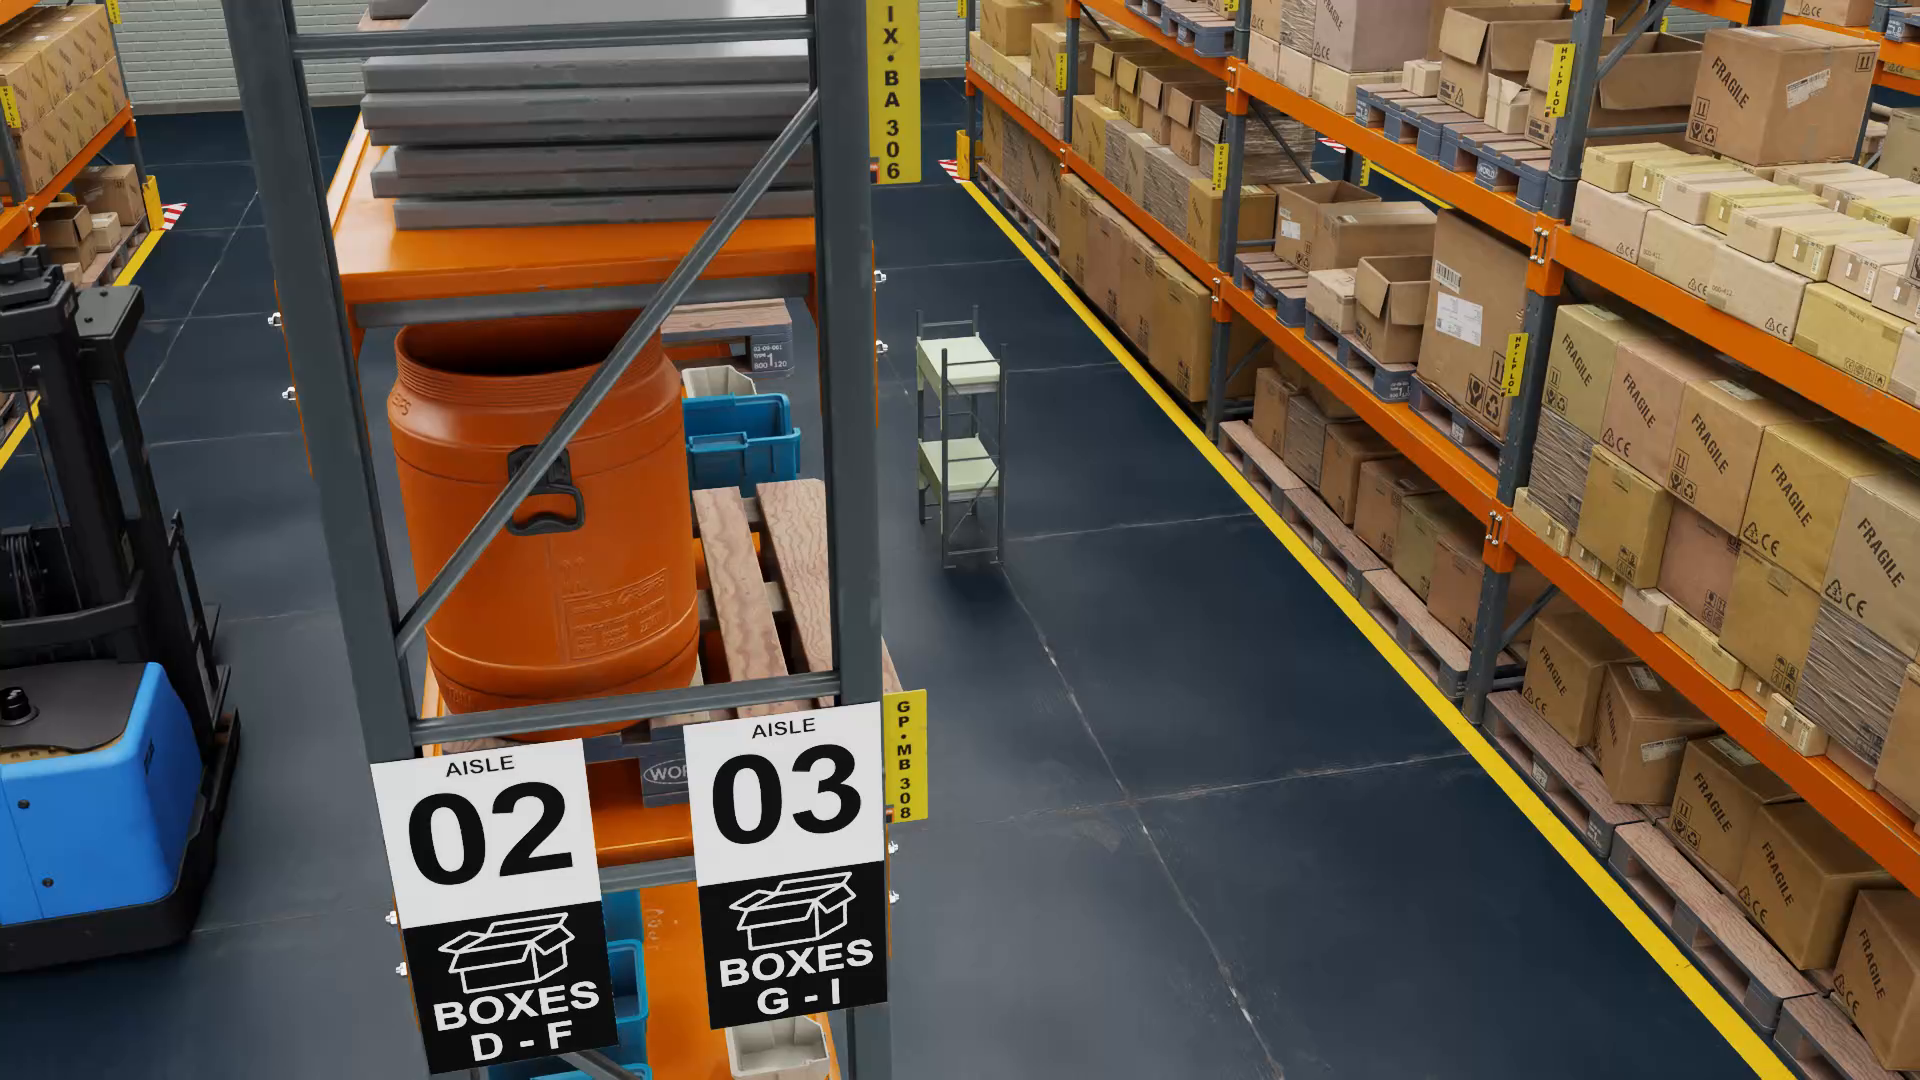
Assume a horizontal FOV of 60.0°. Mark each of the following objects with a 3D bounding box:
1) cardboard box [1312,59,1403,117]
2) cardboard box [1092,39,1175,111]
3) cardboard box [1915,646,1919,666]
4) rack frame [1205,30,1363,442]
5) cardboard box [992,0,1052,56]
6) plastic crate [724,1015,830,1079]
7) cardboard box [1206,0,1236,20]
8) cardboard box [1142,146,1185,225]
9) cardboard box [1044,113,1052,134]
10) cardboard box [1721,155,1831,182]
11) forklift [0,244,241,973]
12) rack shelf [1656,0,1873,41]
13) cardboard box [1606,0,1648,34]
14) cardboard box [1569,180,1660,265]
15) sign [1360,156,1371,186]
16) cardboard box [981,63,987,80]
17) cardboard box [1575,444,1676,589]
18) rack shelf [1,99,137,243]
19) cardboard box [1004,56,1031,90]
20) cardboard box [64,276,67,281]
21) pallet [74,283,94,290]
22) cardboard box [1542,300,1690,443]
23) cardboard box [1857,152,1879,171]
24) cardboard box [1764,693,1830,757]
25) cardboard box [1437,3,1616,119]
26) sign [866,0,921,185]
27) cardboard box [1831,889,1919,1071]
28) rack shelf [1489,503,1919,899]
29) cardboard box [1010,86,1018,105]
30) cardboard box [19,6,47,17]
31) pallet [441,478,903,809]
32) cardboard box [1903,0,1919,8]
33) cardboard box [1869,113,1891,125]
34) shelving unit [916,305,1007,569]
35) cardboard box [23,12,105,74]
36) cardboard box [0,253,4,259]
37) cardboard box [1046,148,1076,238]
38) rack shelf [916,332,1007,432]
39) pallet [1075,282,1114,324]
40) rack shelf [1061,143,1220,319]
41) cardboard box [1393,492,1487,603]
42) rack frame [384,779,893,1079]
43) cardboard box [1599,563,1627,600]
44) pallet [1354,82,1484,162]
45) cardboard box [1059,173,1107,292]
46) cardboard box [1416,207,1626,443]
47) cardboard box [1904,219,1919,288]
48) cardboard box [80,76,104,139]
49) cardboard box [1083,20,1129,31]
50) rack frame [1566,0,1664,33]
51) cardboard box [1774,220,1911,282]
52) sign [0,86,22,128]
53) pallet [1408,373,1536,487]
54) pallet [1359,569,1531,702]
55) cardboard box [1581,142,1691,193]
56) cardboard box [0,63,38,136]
[{"bbox_3d":[2.465,-2.747,10.047,0.500,0.250,0.500,-5,27,-10],"label":"cardboard box"},{"bbox_3d":[1.617,-4.126,14.718,0.797,0.503,0.637,-7,28,-13],"label":"cardboard box"},{"bbox_3d":[3.687,0.296,5.631,0.500,0.500,0.500,-6,27,-12],"label":"cardboard box"},{"bbox_3d":[2.367,-2.157,12.041,1.000,3.000,0.127,-6,27,-12],"label":"rack frame"},{"bbox_3d":[0.644,-5.385,17.441,0.500,0.500,0.500,-7,28,-13],"label":"cardboard box"},{"bbox_3d":[-0.544,1.550,4.989,0.298,0.136,0.250,-6,27,-12],"label":"plastic crate"},{"bbox_3d":[2.159,-3.990,11.763,0.797,0.503,0.637,-4,27,-9],"label":"cardboard box"},{"bbox_3d":[1.787,-2.840,13.284,0.500,0.500,0.500,-7,28,-13],"label":"cardboard box"},{"bbox_3d":[1.019,-4.015,16.000,0.380,0.149,0.250,-5,27,-11],"label":"cardboard box"},{"bbox_3d":[3.594,-1.611,7.355,0.380,0.149,0.250,-6,27,-11],"label":"cardboard box"},{"bbox_3d":[-4.341,-0.049,7.941,1.130,2.935,3.031,-7,28,-14],"label":"forklift"},{"bbox_3d":[6.771,-4.512,14.177,1.077,0.370,4.000,-6,27,-12],"label":"rack shelf"},{"bbox_3d":[6.456,-5.219,16.557,0.500,0.500,0.500,-5,27,-10],"label":"cardboard box"},{"bbox_3d":[3.120,-1.450,7.477,0.500,0.250,0.500,-7,28,-14],"label":"cardboard box"},{"bbox_3d":[2.893,-2.698,11.915,0.100,0.325,0.005,-6,27,-12],"label":"sign"},{"bbox_3d":[0.440,-5.143,18.235,0.380,0.149,0.250,-7,28,-13],"label":"cardboard box"},{"bbox_3d":[3.388,-0.152,7.627,0.875,0.500,0.500,-6,27,-12],"label":"cardboard box"},{"bbox_3d":[-8.638,-3.466,15.432,1.077,0.370,4.000,-6,27,-12],"label":"rack shelf"},{"bbox_3d":[0.765,-4.820,17.153,0.500,0.250,0.500,-6,27,-13],"label":"cardboard box"},{"bbox_3d":[-8.071,-2.111,14.446,0.500,0.311,0.500,-6,27,-12],"label":"cardboard box"},{"bbox_3d":[-8.341,-1.965,14.756,1.003,0.211,1.213,-6,27,-12],"label":"pallet"},{"bbox_3d":[3.122,-0.801,7.805,0.500,0.500,0.500,-6,27,-12],"label":"cardboard box"},{"bbox_3d":[7.309,-3.057,13.307,0.380,0.149,0.250,-5,27,-9],"label":"cardboard box"},{"bbox_3d":[3.464,0.715,6.629,0.380,0.149,0.250,-6,27,-12],"label":"cardboard box"},{"bbox_3d":[3.046,-2.604,9.016,0.797,0.503,0.637,-5,27,-9],"label":"cardboard box"},{"bbox_3d":[-0.119,-0.781,2.889,0.100,0.325,0.005,-6,27,-12],"label":"sign"},{"bbox_3d":[3.877,1.749,6.611,0.500,0.500,0.500,1,27,2],"label":"cardboard box"},{"bbox_3d":[3.719,0.798,6.985,1.077,0.370,4.000,-6,27,-12],"label":"rack shelf"},{"bbox_3d":[0.731,-4.577,17.115,0.380,0.149,0.250,-6,27,-11],"label":"cardboard box"},{"bbox_3d":[-9.245,-4.934,16.323,0.500,0.500,0.500,-5,27,-10],"label":"cardboard box"},{"bbox_3d":[-0.747,0.230,4.192,1.003,0.211,1.213,-6,27,-12],"label":"pallet"},{"bbox_3d":[7.353,-4.278,12.803,0.500,0.500,0.500,-6,27,-12],"label":"cardboard box"},{"bbox_3d":[10.881,-4.643,19.343,0.875,0.438,0.875,-7,28,-13],"label":"cardboard box"},{"bbox_3d":[0.002,-0.667,10.753,0.431,1.500,0.755,-6,27,-12],"label":"shelving unit"},{"bbox_3d":[-8.605,-4.767,15.991,0.500,0.500,0.500,-5,27,-10],"label":"cardboard box"},{"bbox_3d":[-8.592,-2.211,14.433,0.500,0.500,0.500,-6,27,-12],"label":"cardboard box"},{"bbox_3d":[1.395,-3.450,16.494,0.875,0.875,0.875,-6,27,-12],"label":"cardboard box"},{"bbox_3d":[0.002,-1.015,10.577,0.431,0.370,0.720,-6,27,-12],"label":"rack shelf"},{"bbox_3d":[1.713,-2.337,15.493,1.003,0.211,1.213,-6,27,-12],"label":"pallet"},{"bbox_3d":[1.916,-2.714,13.943,1.077,0.370,4.000,-6,27,-12],"label":"rack shelf"},{"bbox_3d":[3.062,0.035,9.983,0.700,0.500,0.500,-6,27,-12],"label":"cardboard box"},{"bbox_3d":[-0.656,1.858,4.087,1.000,3.000,0.127,-6,27,-12],"label":"rack frame"},{"bbox_3d":[3.216,0.163,7.724,0.380,0.149,0.250,-6,27,-12],"label":"cardboard box"},{"bbox_3d":[2.996,-2.393,9.388,1.213,0.211,1.003,-6,27,-12],"label":"pallet"},{"bbox_3d":[1.629,-2.873,15.352,1.225,0.875,0.875,-6,27,-11],"label":"cardboard box"},{"bbox_3d":[3.226,-1.219,9.051,1.000,1.000,1.000,-6,27,-11],"label":"cardboard box"},{"bbox_3d":[3.574,-1.039,5.502,0.500,0.500,0.500,-6,27,-12],"label":"cardboard box"},{"bbox_3d":[-8.495,-4.093,15.767,0.500,0.500,0.500,-6,27,-11],"label":"cardboard box"},{"bbox_3d":[1.503,-4.767,16.216,0.500,0.500,0.500,-6,27,-12],"label":"cardboard box"},{"bbox_3d":[6.321,-4.372,16.430,1.000,3.000,0.127,-6,27,-12],"label":"rack frame"},{"bbox_3d":[3.372,-1.108,6.359,0.380,0.149,0.250,-6,27,-13],"label":"cardboard box"},{"bbox_3d":[-7.647,-3.484,13.384,0.100,0.325,0.005,-6,27,-12],"label":"sign"},{"bbox_3d":[3.238,-0.666,9.299,1.003,0.211,1.213,-6,27,-12],"label":"pallet"},{"bbox_3d":[3.091,0.502,9.867,1.003,0.211,1.213,-6,27,-12],"label":"pallet"},{"bbox_3d":[3.041,-1.677,7.485,0.380,0.149,0.250,-7,28,-13],"label":"cardboard box"},{"bbox_3d":[-8.019,-3.635,13.749,0.500,0.500,0.500,-5,27,-10],"label":"cardboard box"}]
